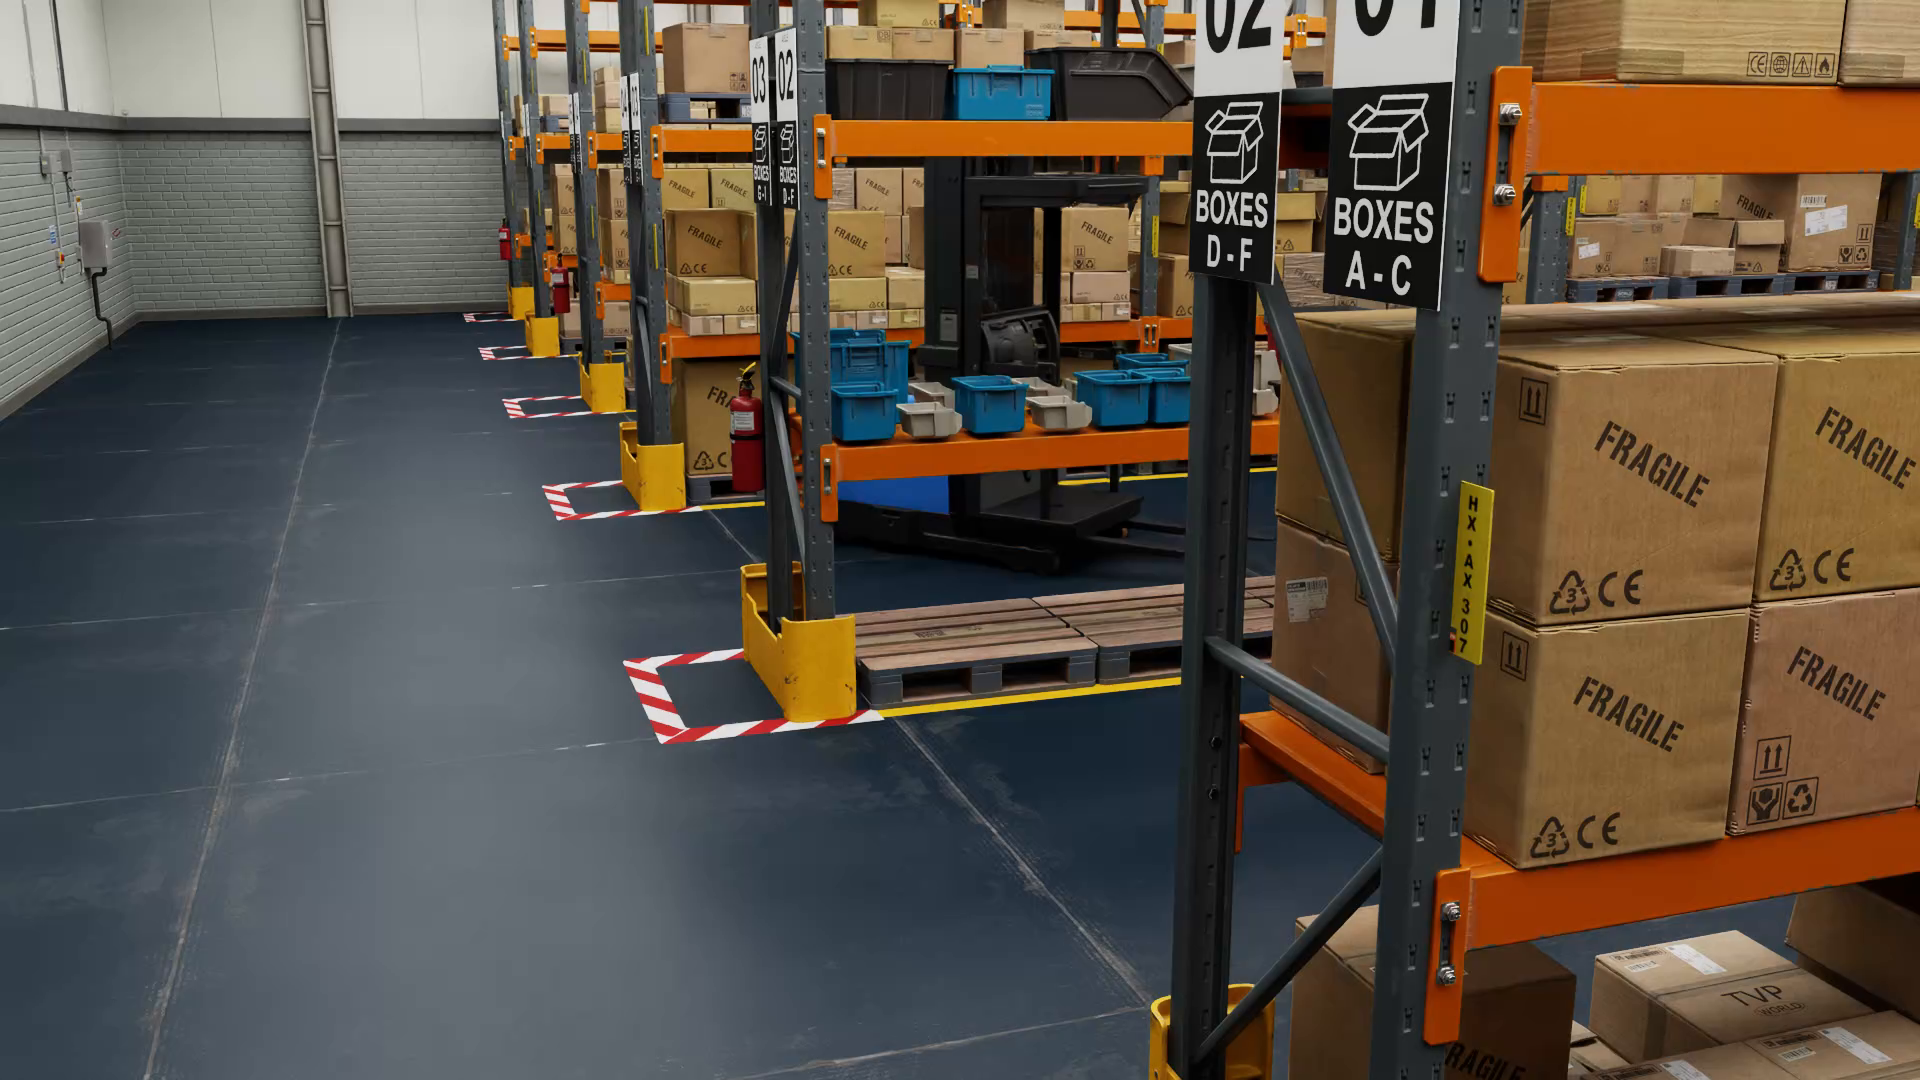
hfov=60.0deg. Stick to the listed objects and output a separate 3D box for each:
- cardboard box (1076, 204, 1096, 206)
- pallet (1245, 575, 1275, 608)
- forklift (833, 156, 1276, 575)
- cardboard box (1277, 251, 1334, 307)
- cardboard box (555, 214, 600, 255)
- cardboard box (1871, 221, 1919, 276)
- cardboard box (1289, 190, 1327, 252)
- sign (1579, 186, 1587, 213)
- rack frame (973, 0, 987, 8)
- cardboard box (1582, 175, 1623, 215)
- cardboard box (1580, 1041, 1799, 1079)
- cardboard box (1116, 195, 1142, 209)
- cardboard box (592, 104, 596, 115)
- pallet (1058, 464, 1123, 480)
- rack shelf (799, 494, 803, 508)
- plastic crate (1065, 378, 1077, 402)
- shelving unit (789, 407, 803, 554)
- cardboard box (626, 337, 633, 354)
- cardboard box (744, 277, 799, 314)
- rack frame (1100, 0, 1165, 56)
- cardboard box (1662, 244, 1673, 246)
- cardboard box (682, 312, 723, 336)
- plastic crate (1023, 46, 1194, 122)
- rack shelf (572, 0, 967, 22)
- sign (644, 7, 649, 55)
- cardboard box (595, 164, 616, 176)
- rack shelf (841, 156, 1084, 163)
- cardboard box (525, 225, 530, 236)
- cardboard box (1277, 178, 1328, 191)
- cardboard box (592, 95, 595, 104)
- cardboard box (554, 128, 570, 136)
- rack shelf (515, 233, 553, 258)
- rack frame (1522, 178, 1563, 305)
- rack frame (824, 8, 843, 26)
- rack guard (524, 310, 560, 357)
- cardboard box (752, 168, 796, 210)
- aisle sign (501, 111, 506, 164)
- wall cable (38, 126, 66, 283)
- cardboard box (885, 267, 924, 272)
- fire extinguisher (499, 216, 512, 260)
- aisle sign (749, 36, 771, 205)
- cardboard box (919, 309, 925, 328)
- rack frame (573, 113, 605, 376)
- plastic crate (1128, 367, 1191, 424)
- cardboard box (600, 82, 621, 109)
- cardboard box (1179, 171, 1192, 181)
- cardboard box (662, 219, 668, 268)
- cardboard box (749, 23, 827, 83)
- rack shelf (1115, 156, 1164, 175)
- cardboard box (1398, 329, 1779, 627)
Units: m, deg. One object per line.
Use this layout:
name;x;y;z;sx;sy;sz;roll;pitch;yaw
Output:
cardboard box;0.858;-2.563;13.998;0.500;0.500;0.500;-4;14;-18
pallet;2.289;0.400;9.507;1.213;0.211;1.003;-4;14;-18
forklift;0.580;-1.340;10.941;3.031;2.935;1.130;8;16;31
cardboard box;2.860;-2.208;14.227;0.500;0.500;0.500;-5;14;-19
cardboard box;-5.011;-4.006;21.784;0.500;0.500;0.500;-5;14;-19
cardboard box;9.422;-2.910;16.534;0.500;0.500;0.875;-4;14;-18
cardboard box;3.235;-2.789;14.503;0.637;0.503;0.797;-4;14;-16
sign;7.672;-4.198;20.480;0.005;0.325;0.100;-4;14;-18
rack frame;0.438;-8.582;28.275;0.127;3.000;1.000;-4;14;-18
cardboard box;7.851;-4.410;21.043;0.550;0.550;0.875;-4;14;-18
cardboard box;1.838;1.471;3.968;0.500;0.250;0.500;-4;14;-18
cardboard box;2.525;-4.955;24.225;0.500;0.500;0.500;-5;14;-20
cardboard box;-4.788;-5.676;21.960;0.250;0.149;0.380;-6;14;-22
pallet;0.648;-0.711;14.174;1.213;0.211;1.003;-4;14;-18
rack shelf;-1.049;-0.248;11.287;0.180;0.103;0.258;-7;14;-7
plastic crate;0.708;-0.795;8.945;0.250;0.136;0.298;-4;14;-18
shelving unit;-1.076;-0.522;11.217;0.189;1.200;0.258;-7;14;-7
cardboard box;-3.462;-2.108;17.989;0.250;0.149;0.380;-4;14;-17
cardboard box;-1.366;-1.899;12.824;0.500;0.250;0.500;-5;14;-19
rack frame;1.394;-5.025;13.321;0.127;3.000;1.000;-4;14;-18
cardboard box;6.679;-2.723;15.990;0.258;0.266;0.396;-5;14;-20
cardboard box;-1.955;-1.643;12.609;0.250;0.149;0.380;-4;14;-17
plastic crate;0.718;-2.206;8.088;0.767;0.338;0.504;-4;14;-18
rack shelf;-1.988;-5.621;17.389;4.000;0.370;1.077;-4;14;-18
sign;-2.226;-3.612;11.803;0.005;0.325;0.100;-4;14;-18
cardboard box;-4.624;-4.830;21.686;0.250;0.149;0.380;-4;14;-16
rack shelf;0.129;-5.537;23.509;4.000;0.370;1.077;-4;14;-18
cardboard box;-6.745;-4.915;26.365;0.250;0.149;0.380;-5;14;-18
cardboard box;4.128;-4.063;19.864;0.500;0.500;0.700;-5;14;-18
cardboard box;-5.684;-6.898;26.280;0.500;0.250;0.500;-5;14;-19
cardboard box;-6.279;-6.423;26.223;0.250;0.149;0.380;-4;14;-18
rack shelf;-5.249;-4.870;27.191;4.000;0.370;1.077;-4;14;-18
rack frame;2.974;-1.020;9.448;0.127;3.000;1.000;-4;14;-18
rack frame;-1.767;-7.198;22.458;0.127;3.000;1.000;-4;14;-18
rack guard;-5.581;-2.767;22.193;0.348;0.500;1.175;-4;14;-18
cardboard box;-1.915;-3.671;17.576;0.500;0.500;0.500;-5;14;-20
aisle sign;-7.115;-6.268;25.894;0.004;0.787;0.394;-4;14;-18
wall cable;-10.895;-4.073;20.019;0.123;1.953;0.585;-4;14;-18
cardboard box;-0.567;-2.091;13.632;0.500;0.250;0.500;-4;14;-18
fire extinguisher;-7.136;-4.742;26.067;0.183;0.674;0.296;-4;14;-18
aisle sign;-0.979;-2.048;8.154;0.004;0.787;0.394;-4;14;-18
cardboard box;-0.250;-1.776;13.170;0.250;0.149;0.380;-4;14;-17
rack frame;-3.883;-2.906;17.379;0.127;3.000;1.000;-4;14;-18
plastic crate;1.054;-0.738;8.494;0.300;0.233;0.416;-4;14;-18
cardboard box;-3.375;-4.512;16.891;0.500;0.250;0.500;-4;14;-17
cardboard box;3.485;-5.471;24.992;0.250;0.149;0.380;-5;14;-21
cardboard box;-2.871;-3.117;17.407;0.500;0.500;0.500;-4;14;-18
cardboard box;-1.350;-3.637;12.629;0.500;0.500;0.700;-5;14;-20
rack shelf;3.289;-3.363;14.372;4.000;0.370;1.077;-4;14;-18
cardboard box;1.263;-0.148;3.406;0.500;0.500;0.500;-4;14;-16
